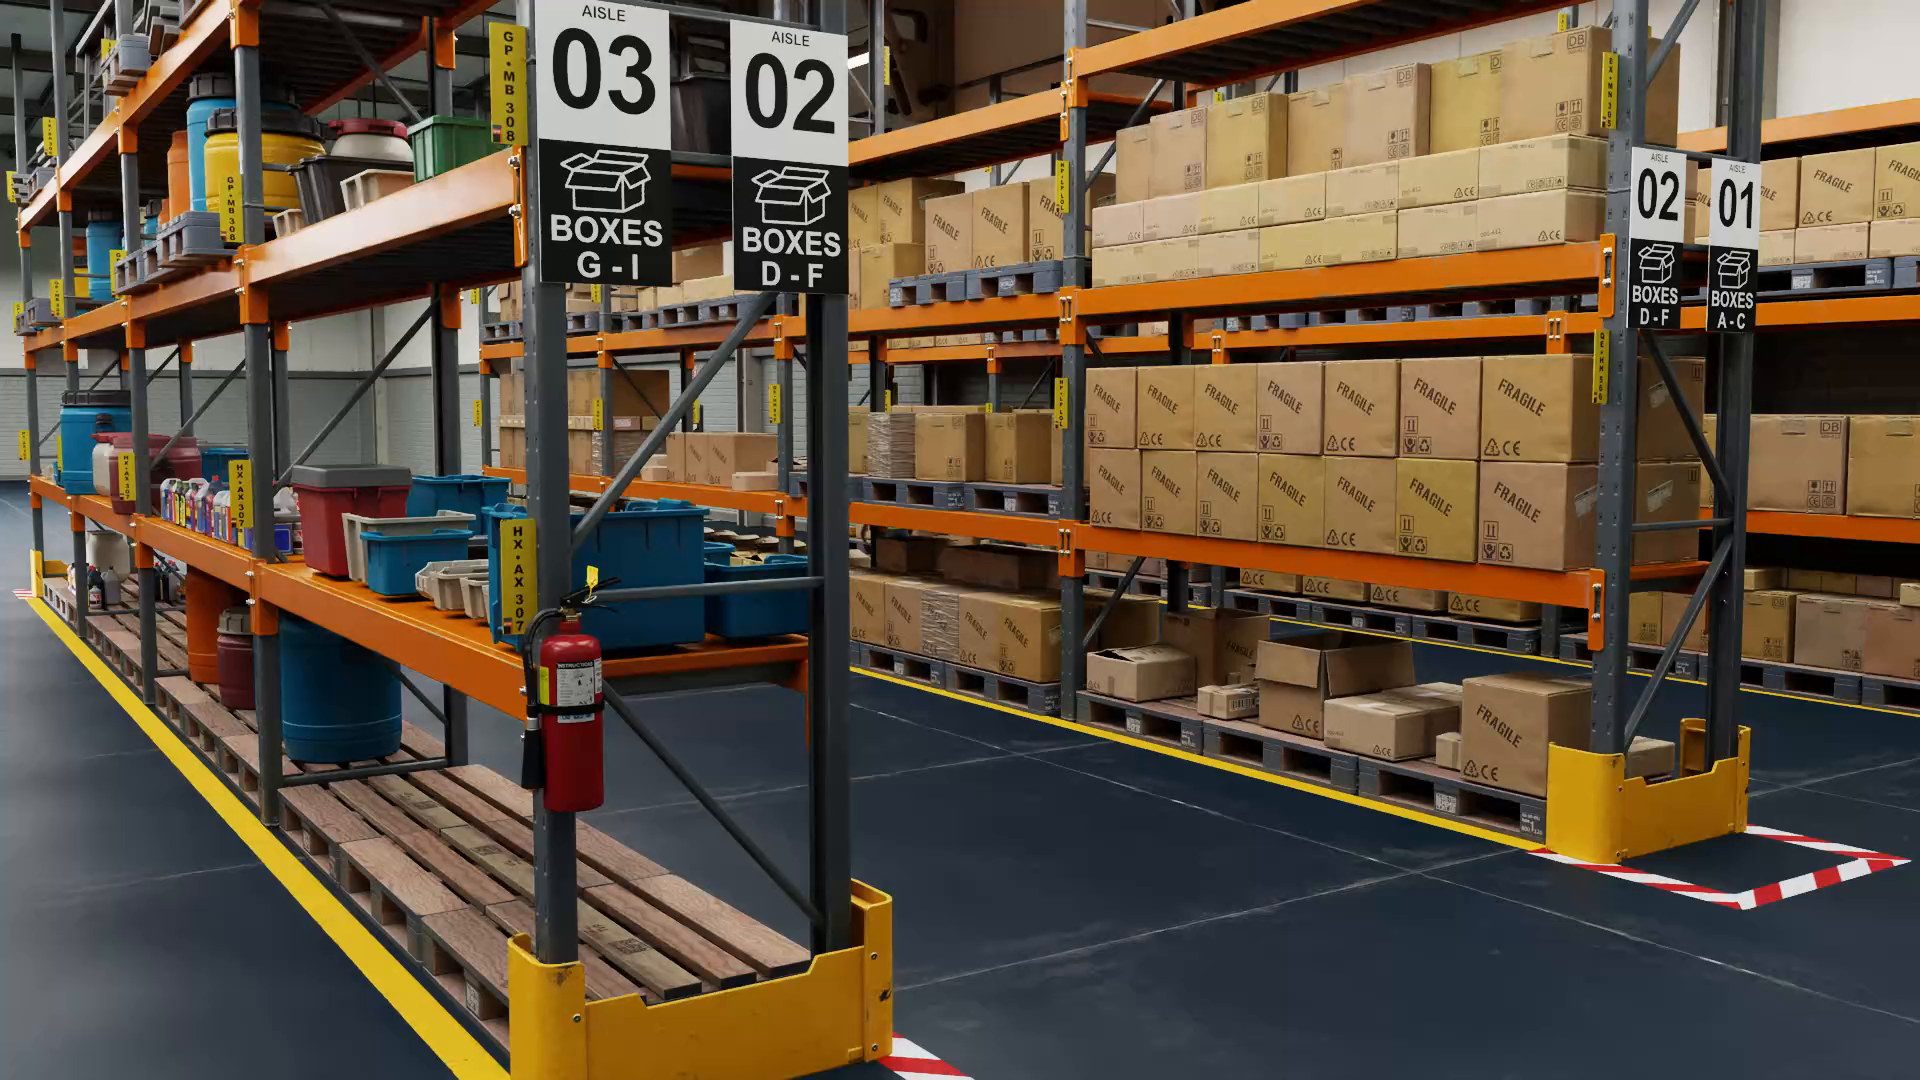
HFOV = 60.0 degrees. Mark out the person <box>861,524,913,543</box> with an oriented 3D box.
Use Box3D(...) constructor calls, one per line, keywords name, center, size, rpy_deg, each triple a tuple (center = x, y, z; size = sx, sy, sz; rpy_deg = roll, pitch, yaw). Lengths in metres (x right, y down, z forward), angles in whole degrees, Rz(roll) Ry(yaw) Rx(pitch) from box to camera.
Box3D(name="person", center=(-0.715, -0.154, 16.615), size=(0.635, 1.760, 0.455), rpy_deg=(-3, 6, -37))
